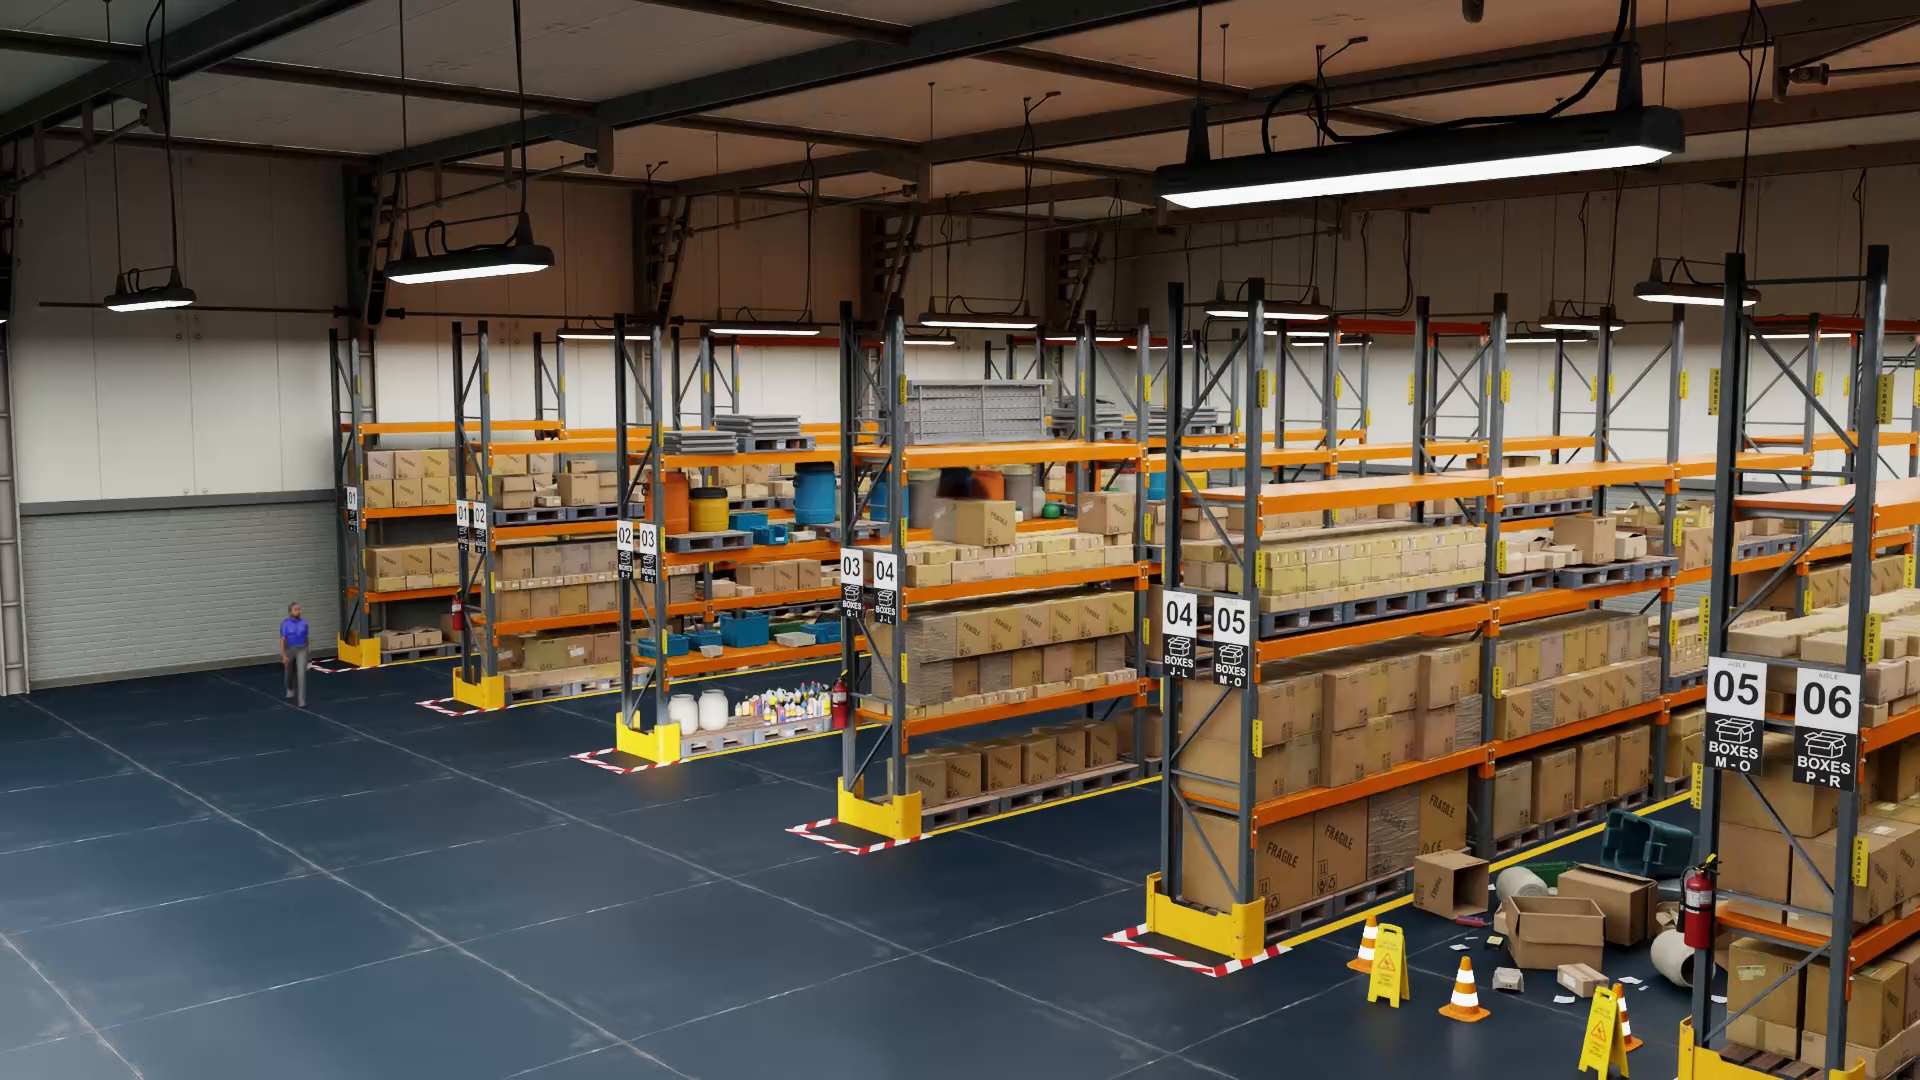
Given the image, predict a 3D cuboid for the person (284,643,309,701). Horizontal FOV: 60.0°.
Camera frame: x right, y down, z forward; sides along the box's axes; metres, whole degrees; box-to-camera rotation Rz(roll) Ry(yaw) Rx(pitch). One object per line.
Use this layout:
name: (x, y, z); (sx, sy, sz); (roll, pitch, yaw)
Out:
person: (-10.446, 2.060, 26.198); (0.386, 0.905, 0.703); (-2, 6, -19)
